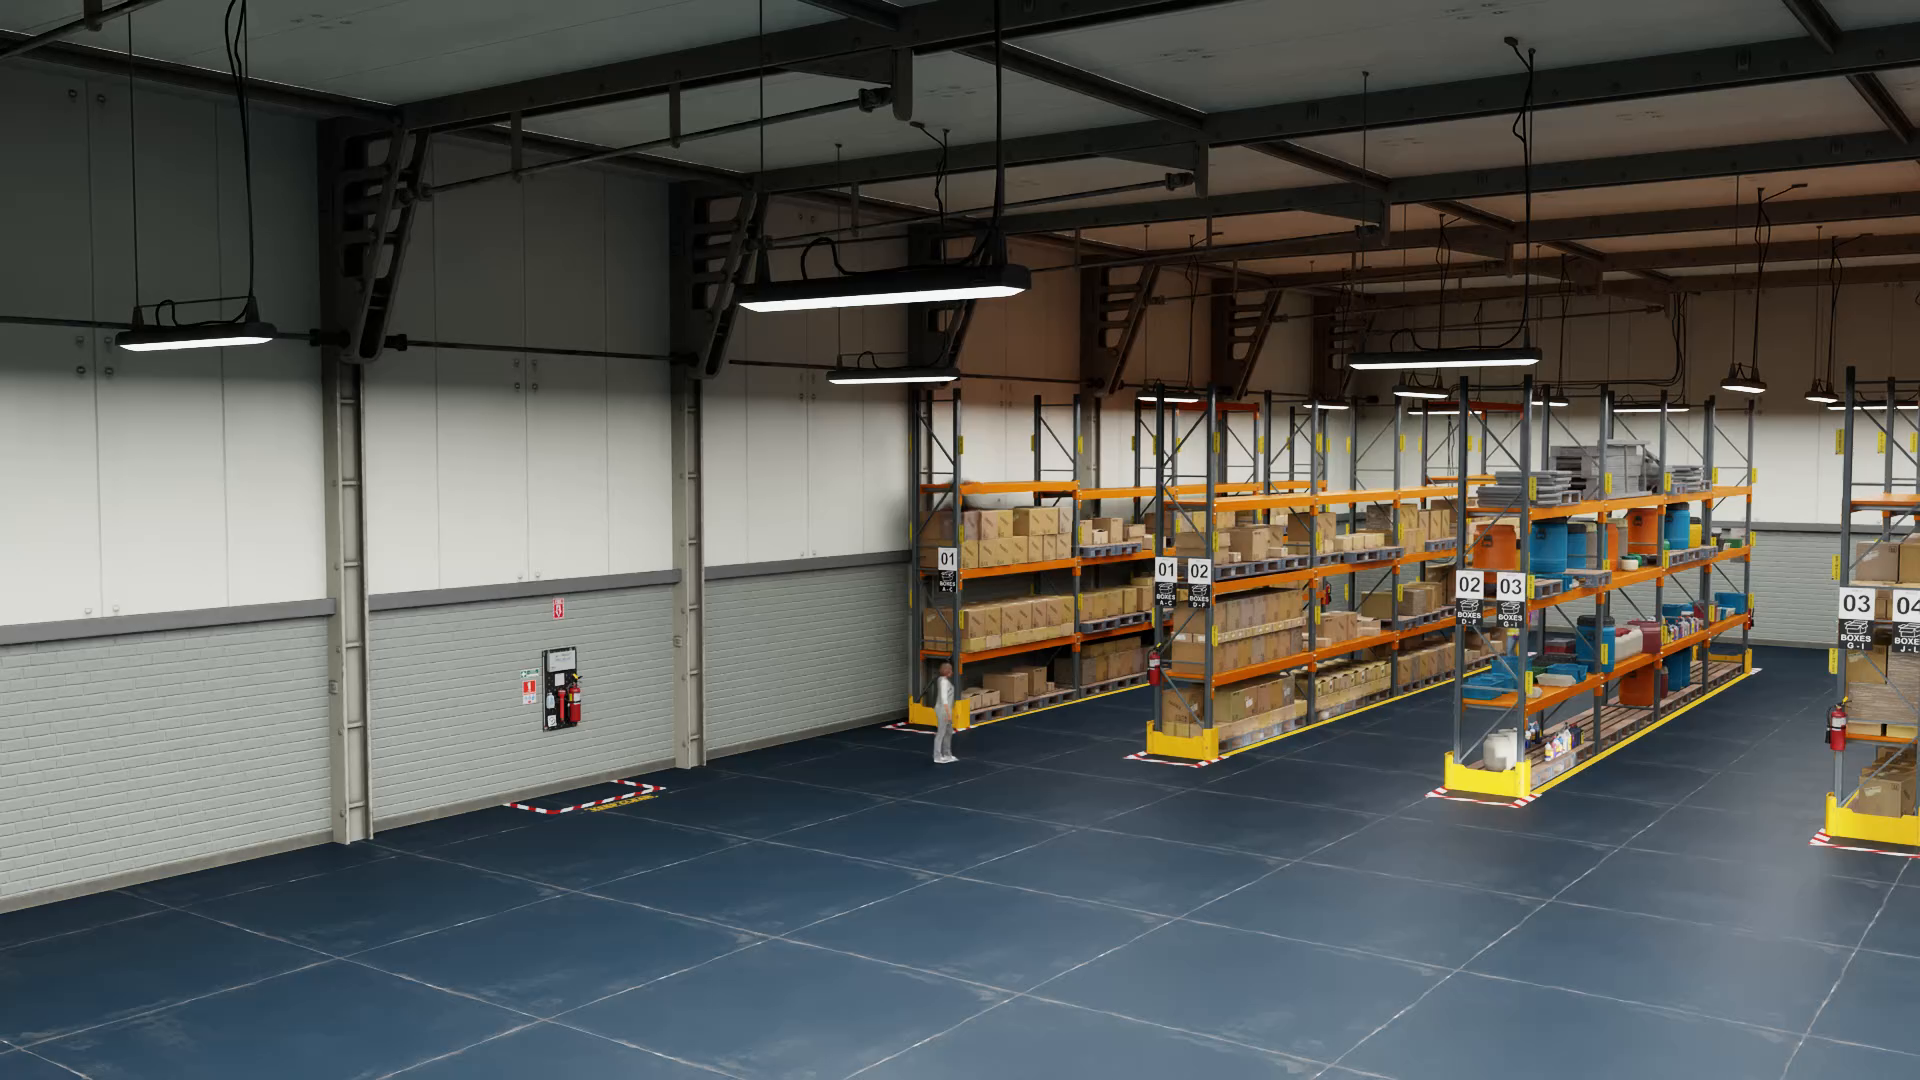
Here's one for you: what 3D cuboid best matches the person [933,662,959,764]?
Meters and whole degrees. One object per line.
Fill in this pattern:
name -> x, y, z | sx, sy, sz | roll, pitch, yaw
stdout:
person -> -0.225, 2.735, 26.161 | 0.424, 1.619, 0.515 | 0, 3, 1

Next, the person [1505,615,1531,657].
person -> 12.079, 2.079, 36.072 | 0.577, 1.718, 1.058 | 2, 4, 33
